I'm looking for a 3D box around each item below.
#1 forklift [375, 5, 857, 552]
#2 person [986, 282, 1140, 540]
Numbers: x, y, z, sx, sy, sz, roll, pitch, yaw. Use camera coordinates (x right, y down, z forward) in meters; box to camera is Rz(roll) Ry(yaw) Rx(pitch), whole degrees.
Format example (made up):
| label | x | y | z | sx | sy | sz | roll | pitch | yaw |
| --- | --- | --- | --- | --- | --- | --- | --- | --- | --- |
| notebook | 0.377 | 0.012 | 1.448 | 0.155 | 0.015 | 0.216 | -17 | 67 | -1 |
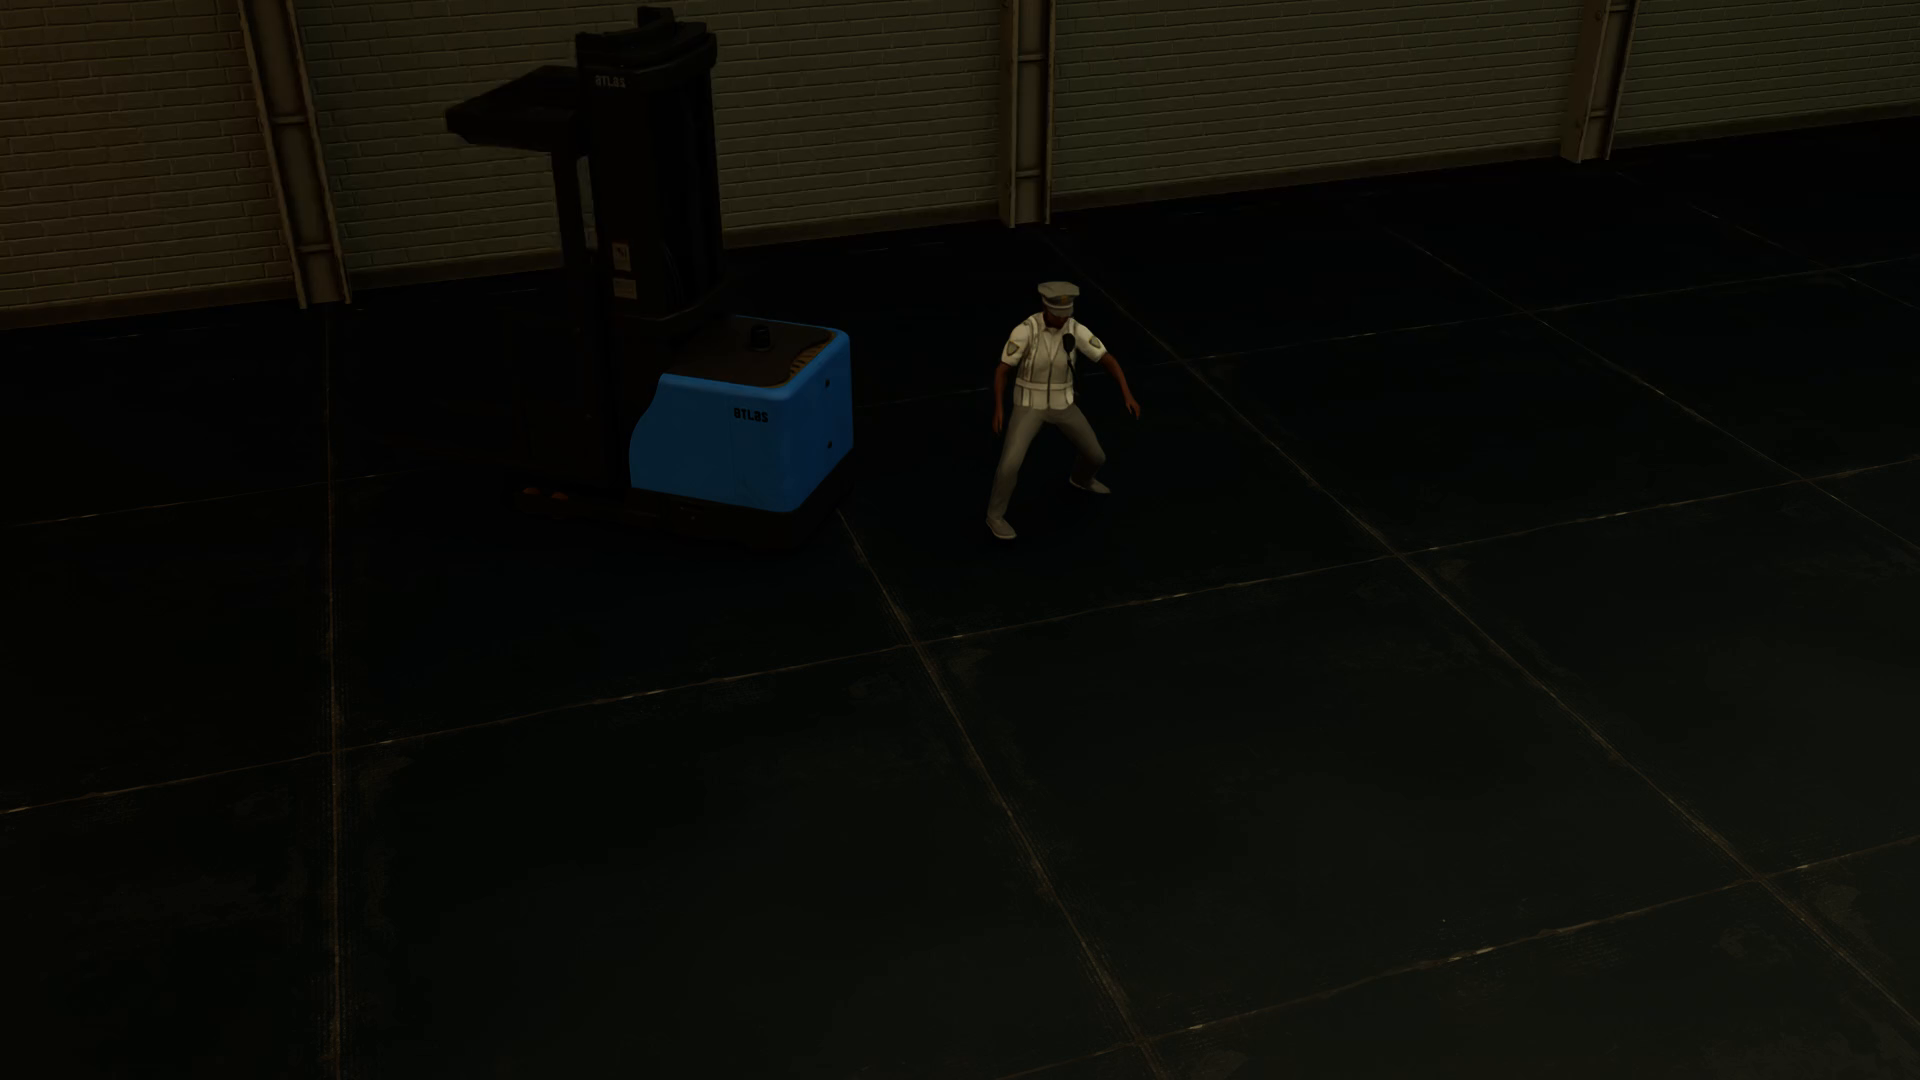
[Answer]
| label | x | y | z | sx | sy | sz | roll | pitch | yaw |
| --- | --- | --- | --- | --- | --- | --- | --- | --- | --- |
| forklift | -2.227 | -1.632 | 9.924 | 3.031 | 2.935 | 1.130 | 10 | 31 | 17 |
| person | 0.582 | -0.796 | 9.949 | 0.906 | 1.532 | 0.777 | -4 | 30 | -8 |
